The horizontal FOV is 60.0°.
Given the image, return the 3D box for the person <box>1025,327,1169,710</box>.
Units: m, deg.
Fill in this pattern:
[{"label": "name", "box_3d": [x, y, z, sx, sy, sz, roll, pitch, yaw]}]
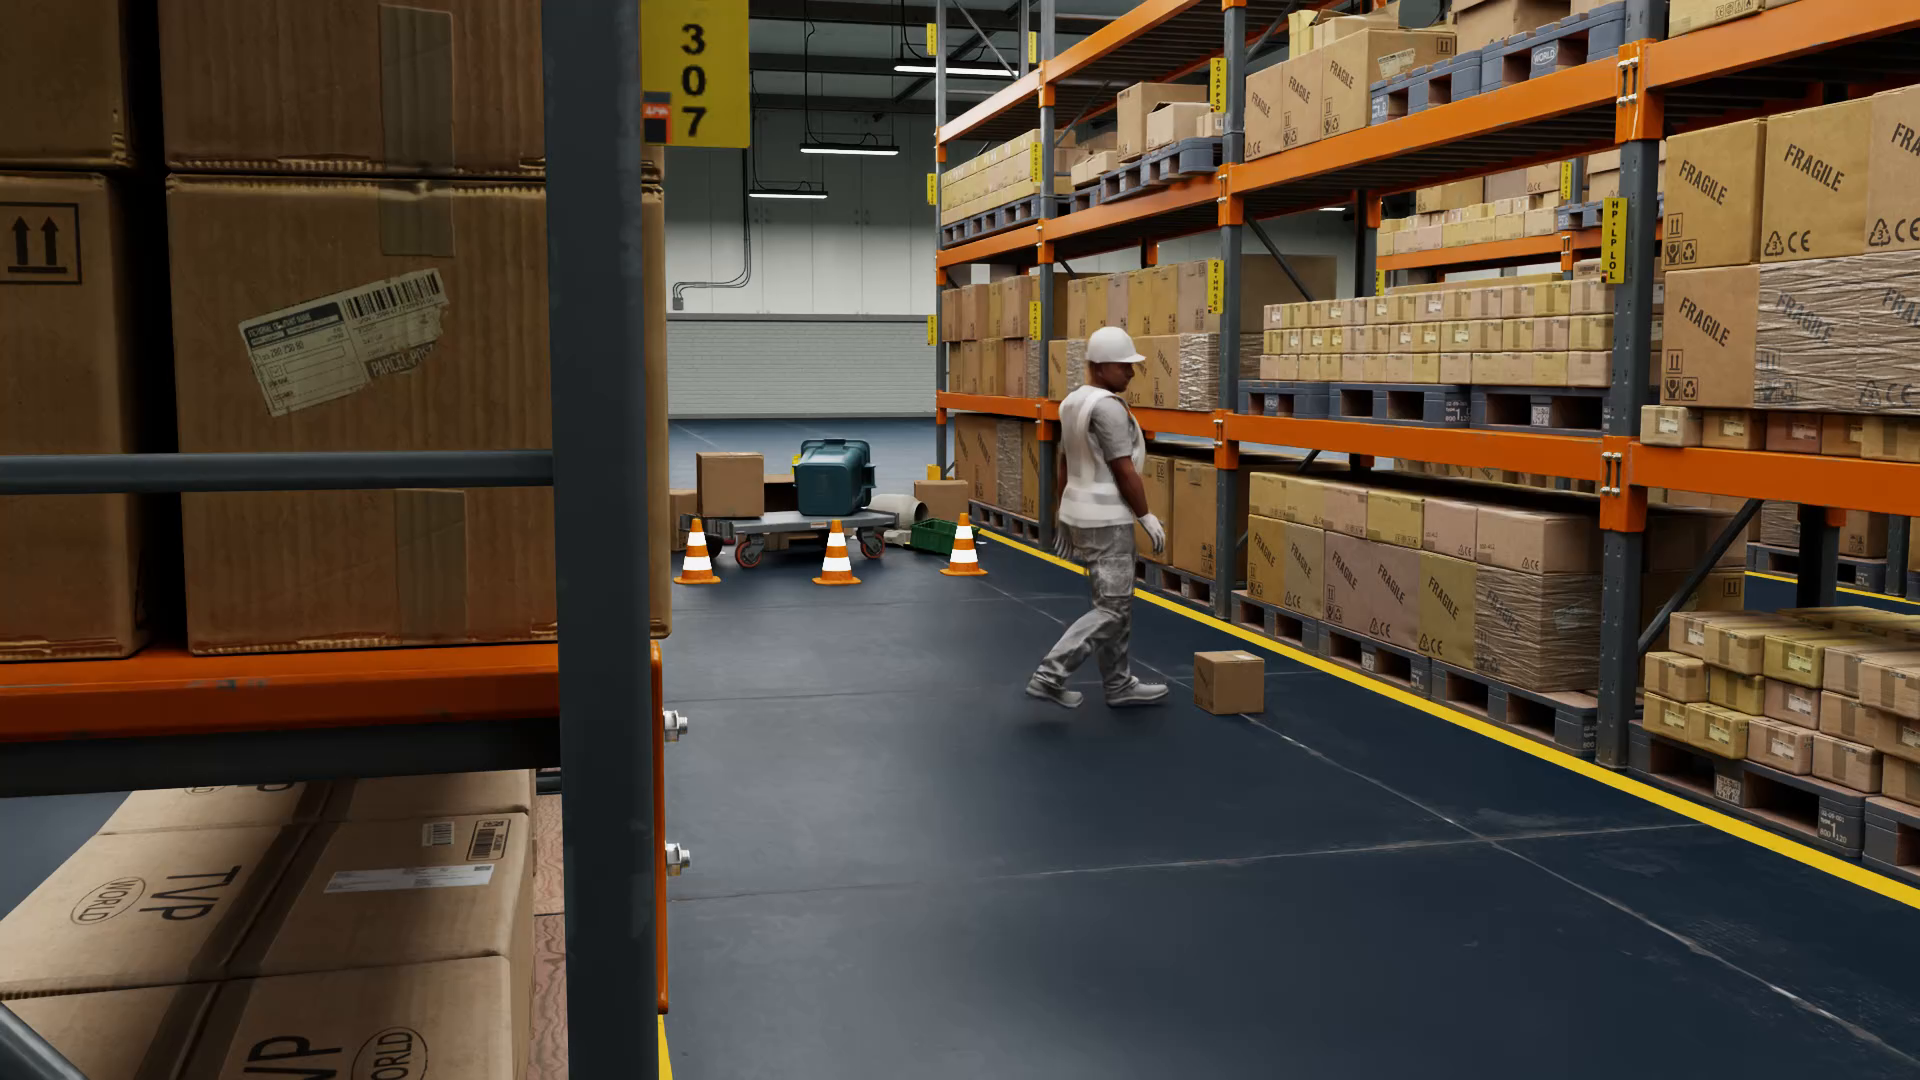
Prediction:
[{"label": "person", "box_3d": [0.640, -0.075, 7.509, 0.795, 1.760, 0.574, -1, 6, -12]}]
